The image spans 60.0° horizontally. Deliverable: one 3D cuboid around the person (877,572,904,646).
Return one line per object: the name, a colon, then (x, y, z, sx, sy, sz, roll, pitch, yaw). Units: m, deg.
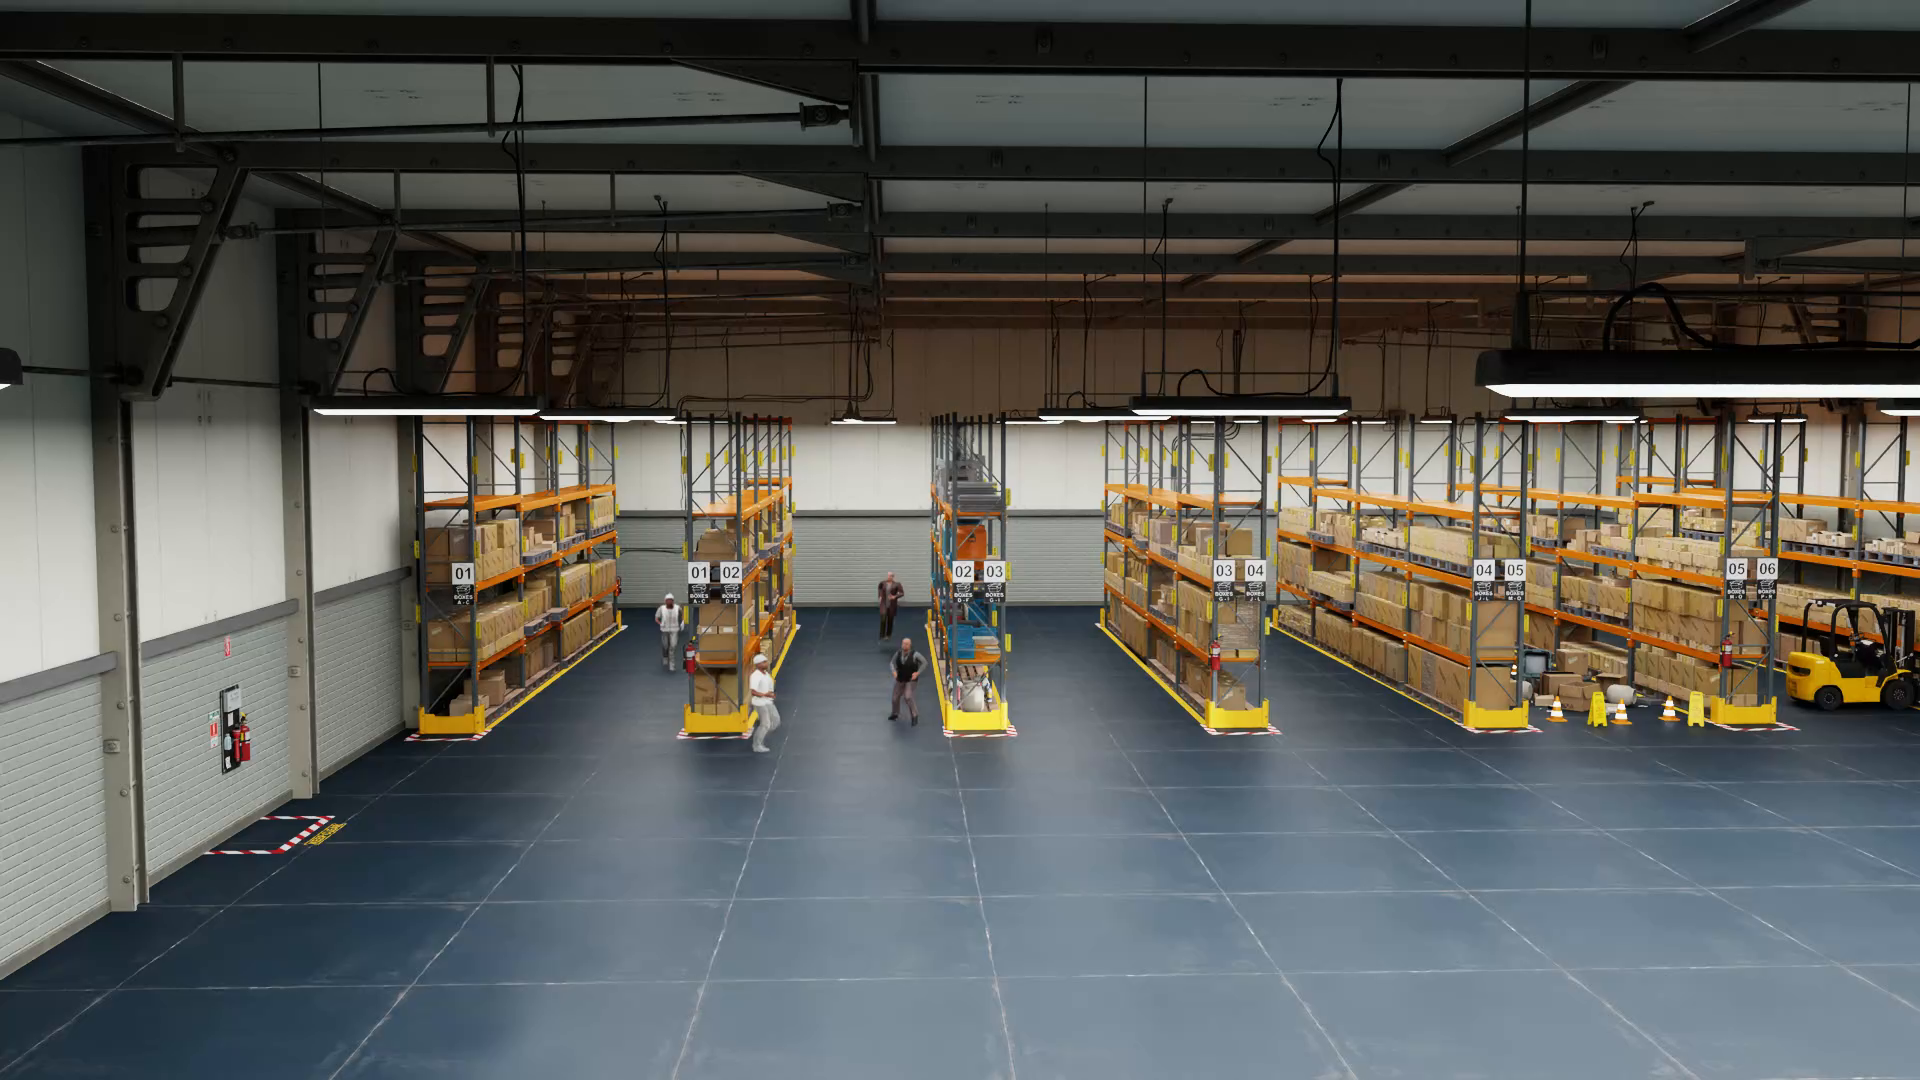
person: (-1.755, 1.720, 42.328, 0.702, 1.859, 0.807, 0, 4, 5)

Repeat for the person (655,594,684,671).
person: (-6.850, 2.161, 39.284, 0.707, 1.789, 0.852, -1, 4, -13)

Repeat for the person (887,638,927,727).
person: (-1.051, 2.722, 31.997, 0.828, 1.681, 0.703, 1, 4, 16)

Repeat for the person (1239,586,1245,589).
person: (8.457, 1.589, 49.351, 0.570, 1.591, 0.820, 2, 5, 32)

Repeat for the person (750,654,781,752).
person: (-3.405, 2.863, 29.183, 0.587, 1.721, 0.687, 1, 4, 18)
